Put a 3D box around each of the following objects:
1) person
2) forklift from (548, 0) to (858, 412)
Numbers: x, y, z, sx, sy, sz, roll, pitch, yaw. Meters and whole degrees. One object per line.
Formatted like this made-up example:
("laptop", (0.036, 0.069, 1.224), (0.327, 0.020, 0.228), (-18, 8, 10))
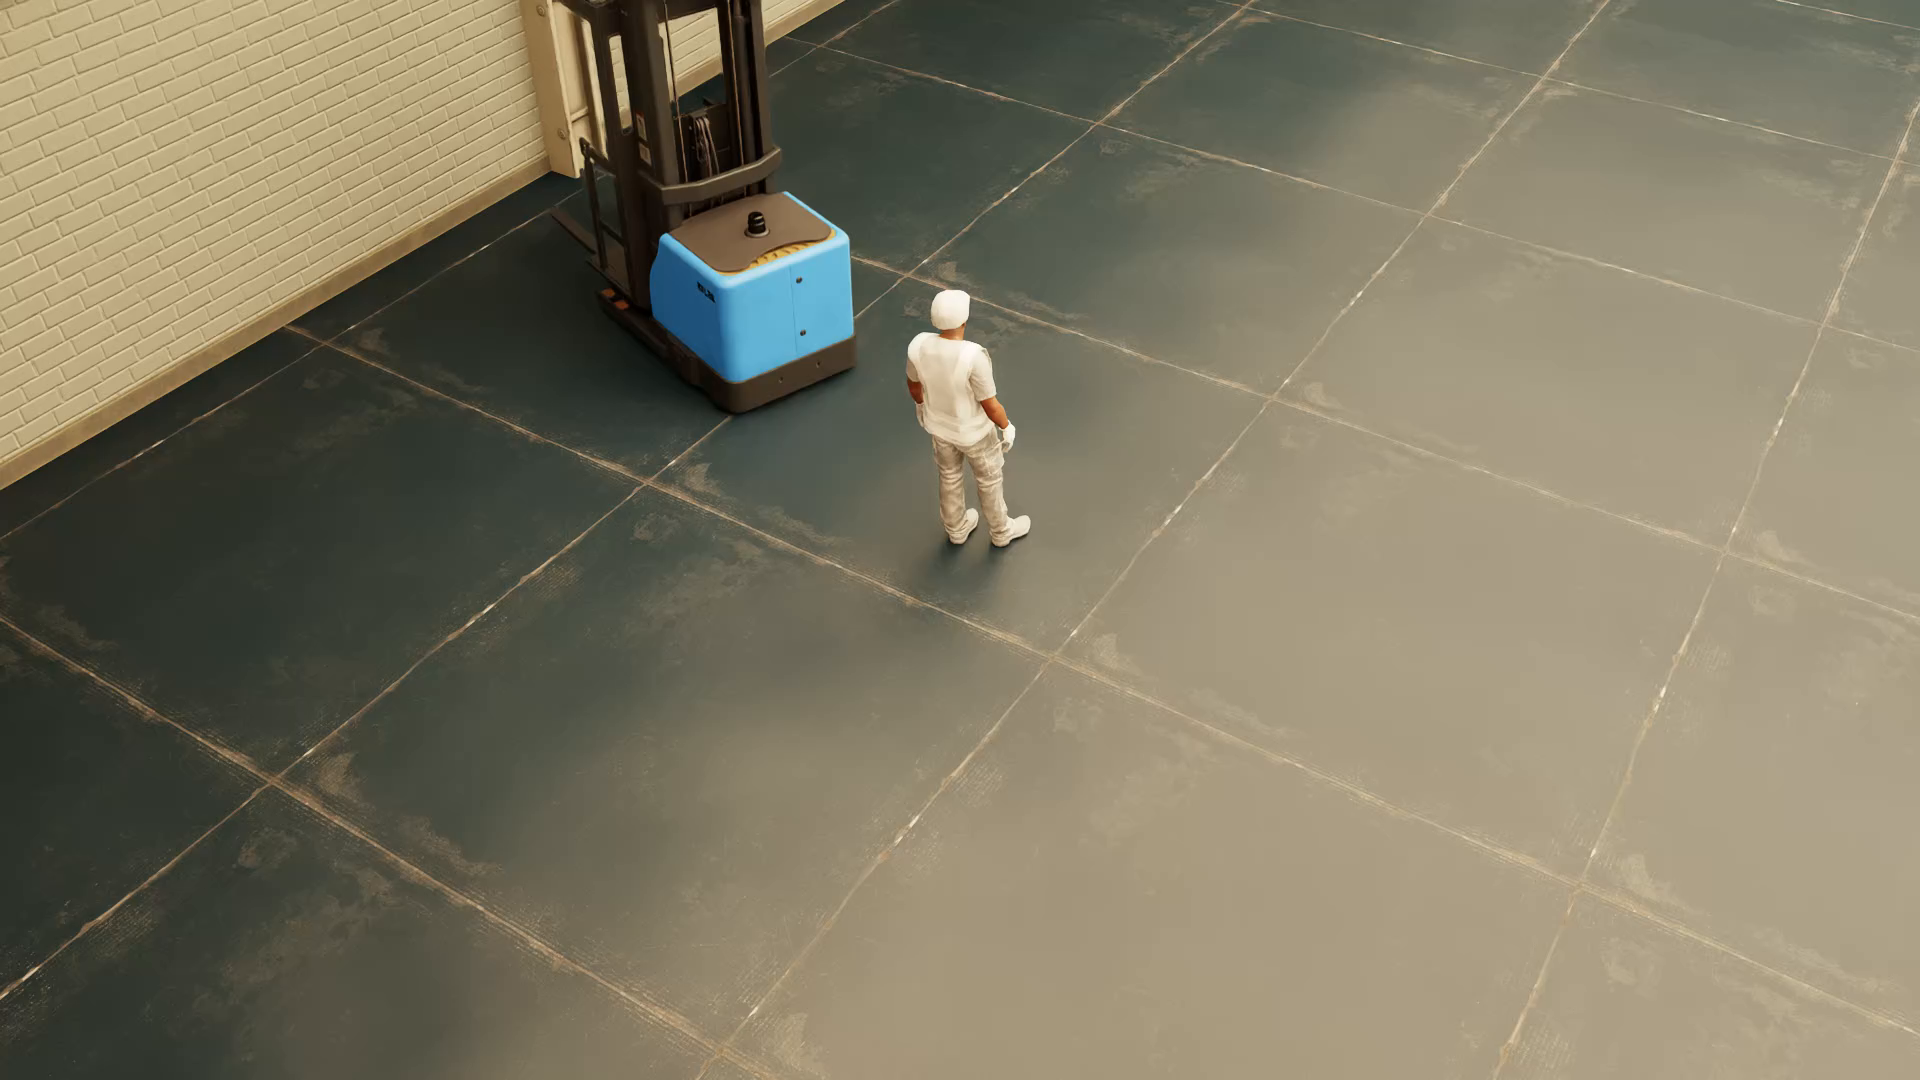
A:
("person", (0.046, -0.722, 9.696), (0.656, 1.781, 0.577), (22, 45, 24))
("forklift", (-2.011, -2.870, 11.354), (1.130, 2.935, 3.031), (-26, 47, -28))
